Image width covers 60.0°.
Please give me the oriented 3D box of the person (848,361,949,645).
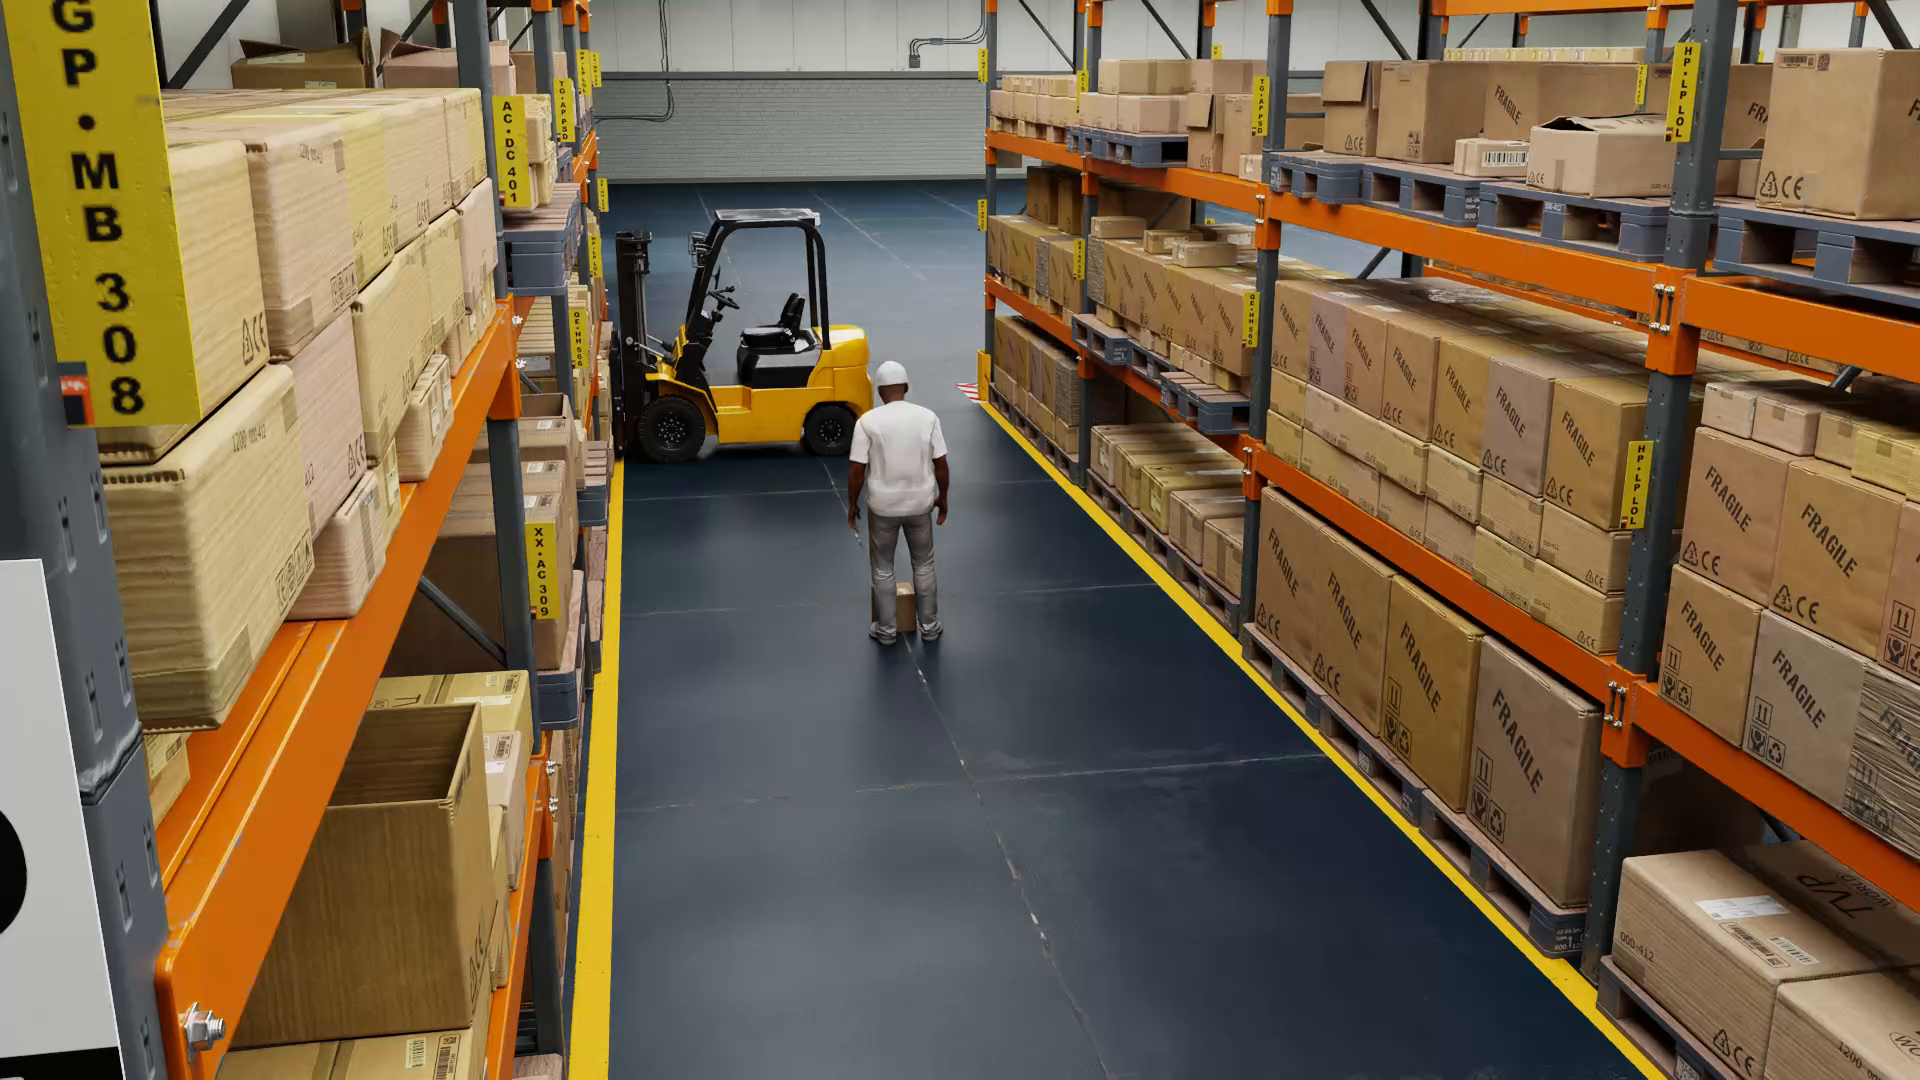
[{"bbox_3d":[-0.379,-0.226,10.283,0.638,1.757,0.459,-4,17,-12],"label":"person"}]
